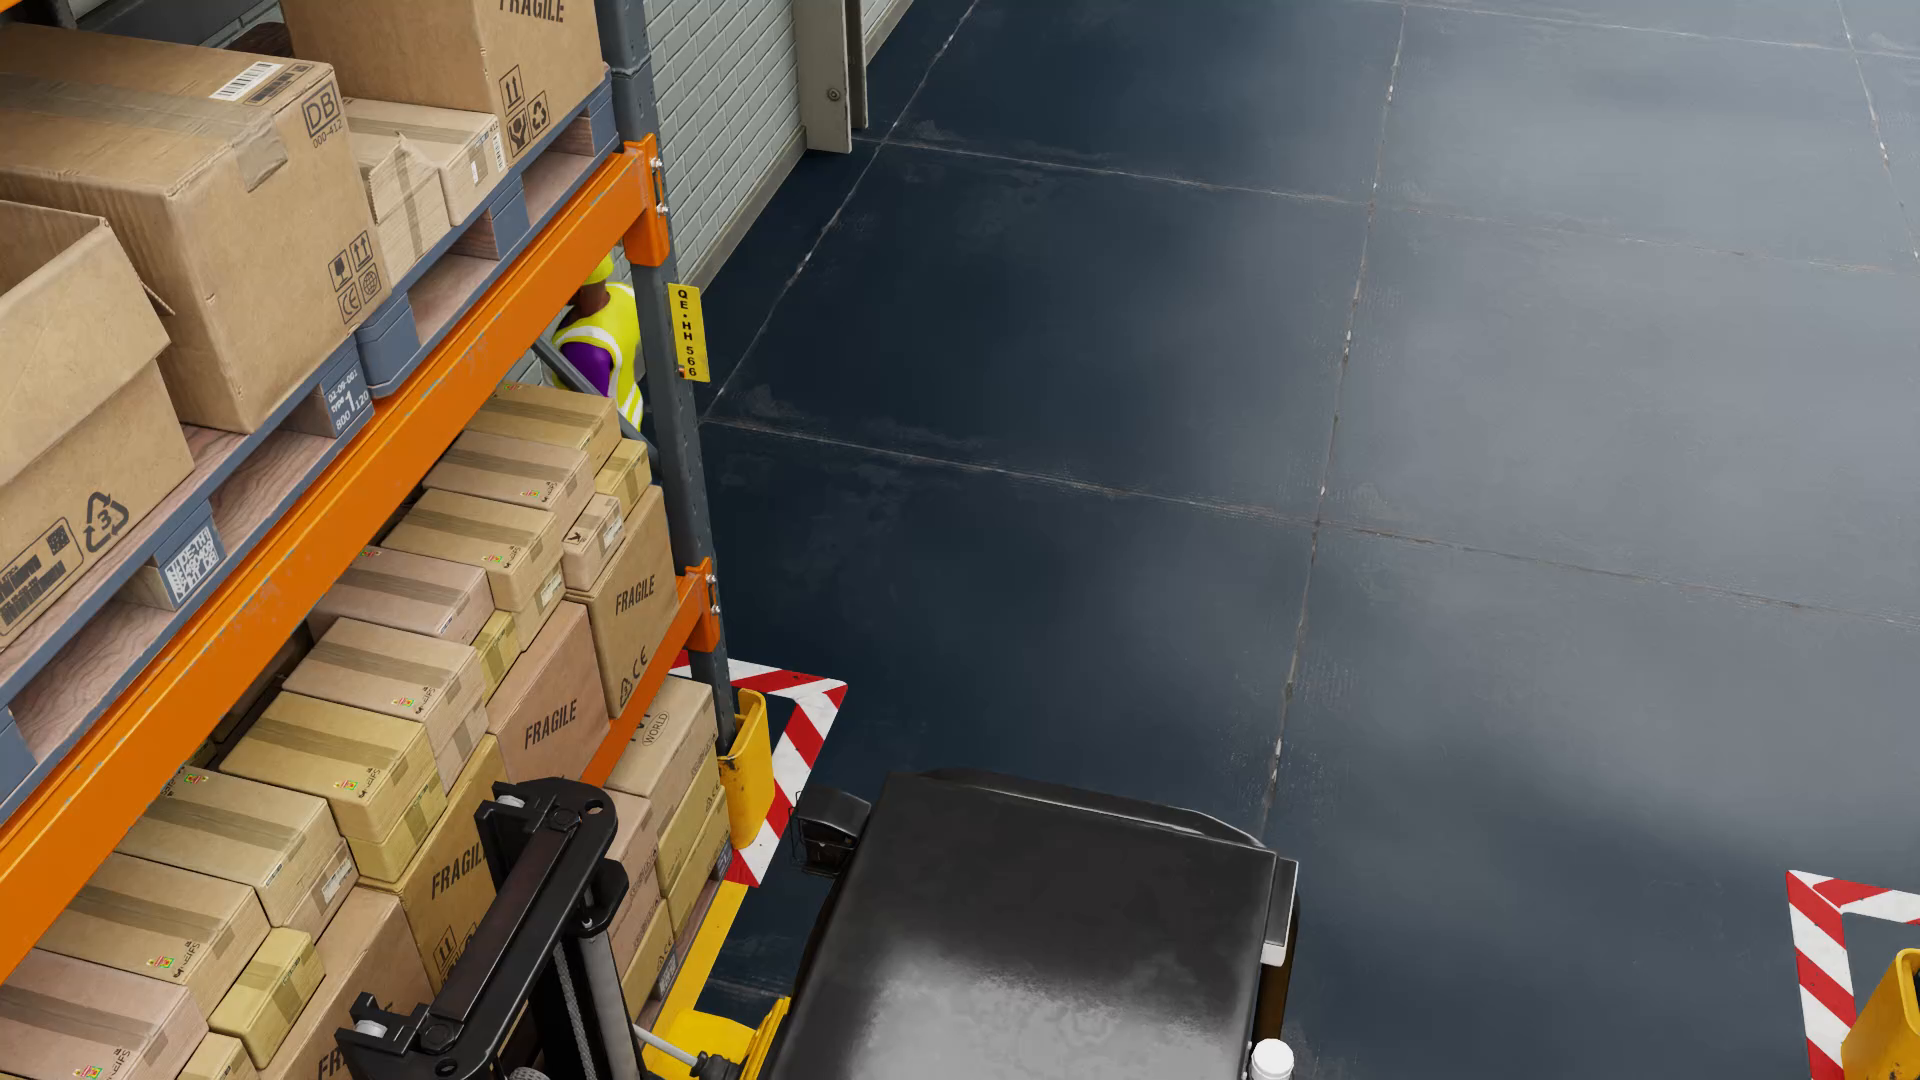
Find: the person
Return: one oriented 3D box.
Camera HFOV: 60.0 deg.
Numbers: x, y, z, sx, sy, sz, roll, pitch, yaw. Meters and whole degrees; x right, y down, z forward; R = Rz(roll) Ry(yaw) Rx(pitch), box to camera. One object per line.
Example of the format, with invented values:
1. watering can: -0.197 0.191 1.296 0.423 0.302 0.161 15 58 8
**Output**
1. person: -1.455 -0.409 6.664 0.424 1.829 0.569 3 41 4
